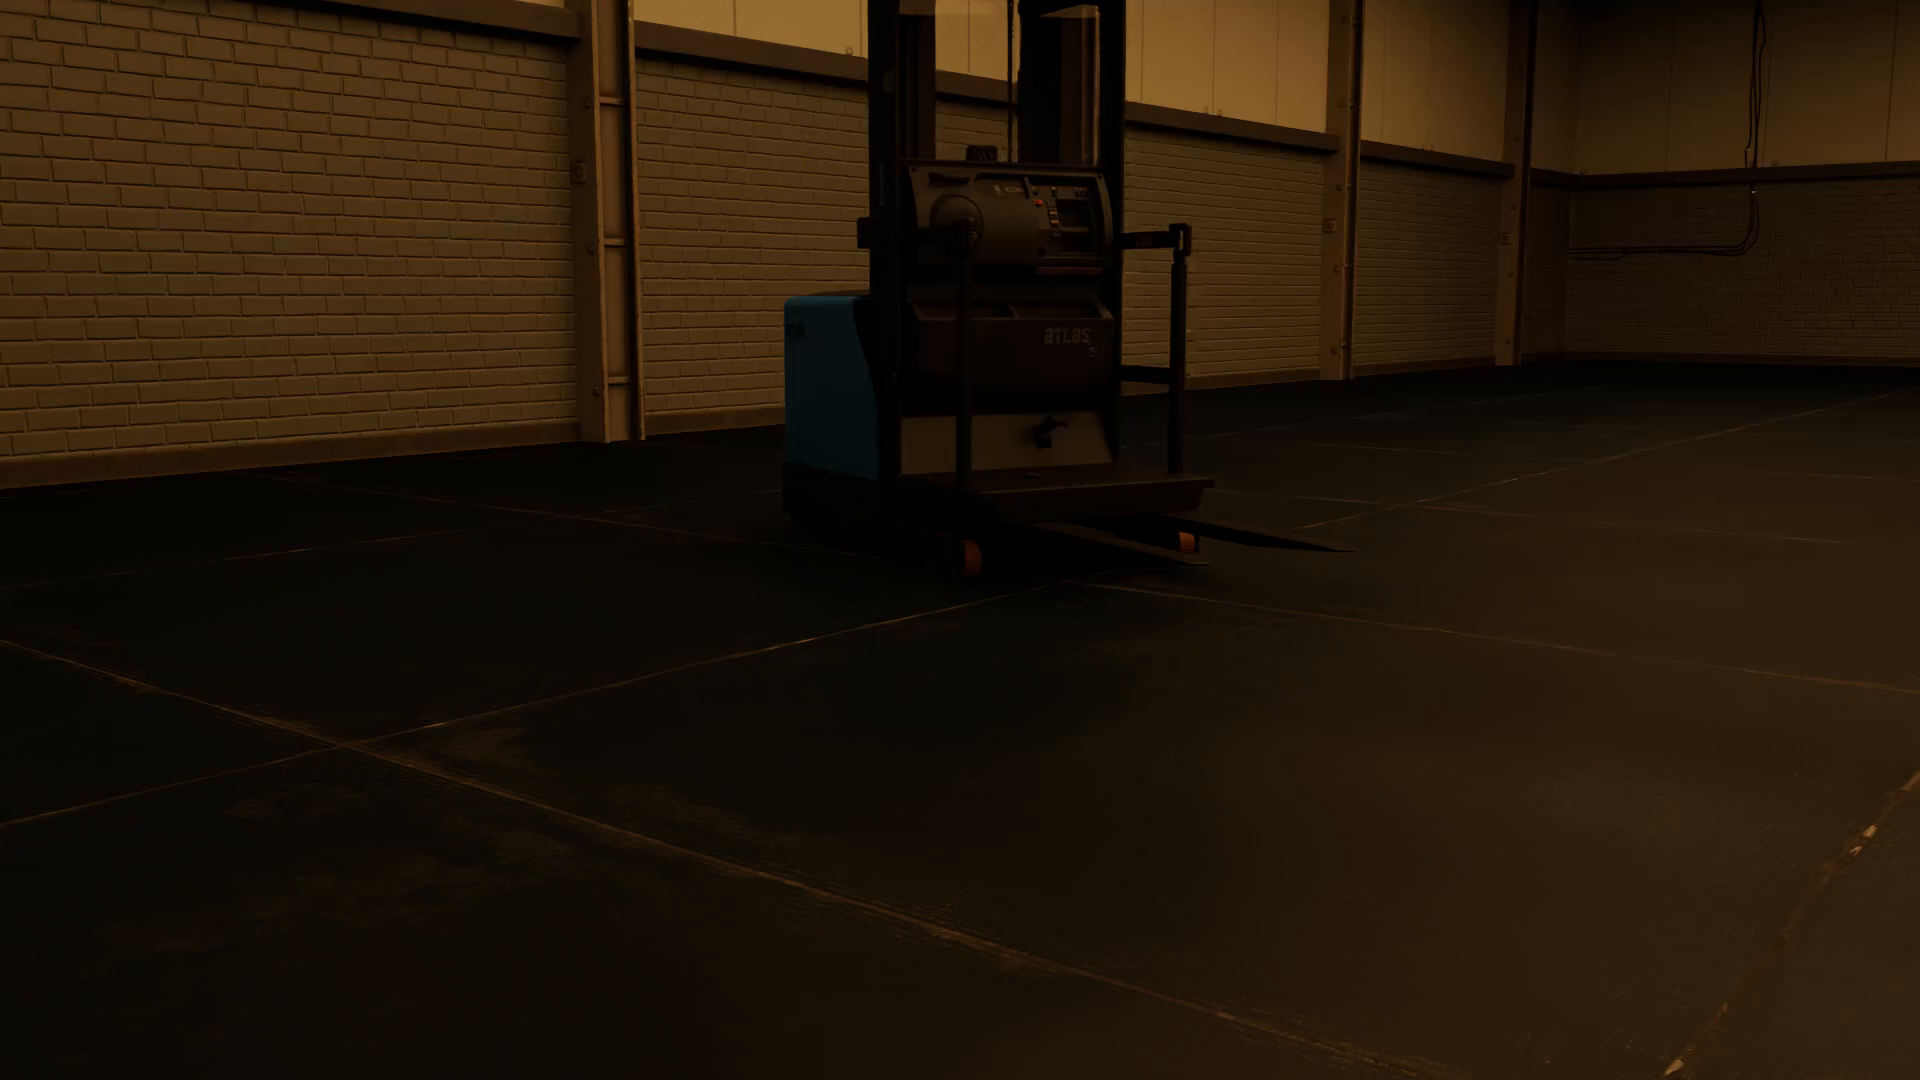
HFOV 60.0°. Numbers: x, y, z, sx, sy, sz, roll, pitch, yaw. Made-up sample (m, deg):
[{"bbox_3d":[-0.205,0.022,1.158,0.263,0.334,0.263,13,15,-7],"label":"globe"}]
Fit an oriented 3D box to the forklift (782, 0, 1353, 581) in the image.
[{"bbox_3d":[0.318,-1.366,6.620,1.130,2.935,3.031,-5,9,-28],"label":"forklift"}]
